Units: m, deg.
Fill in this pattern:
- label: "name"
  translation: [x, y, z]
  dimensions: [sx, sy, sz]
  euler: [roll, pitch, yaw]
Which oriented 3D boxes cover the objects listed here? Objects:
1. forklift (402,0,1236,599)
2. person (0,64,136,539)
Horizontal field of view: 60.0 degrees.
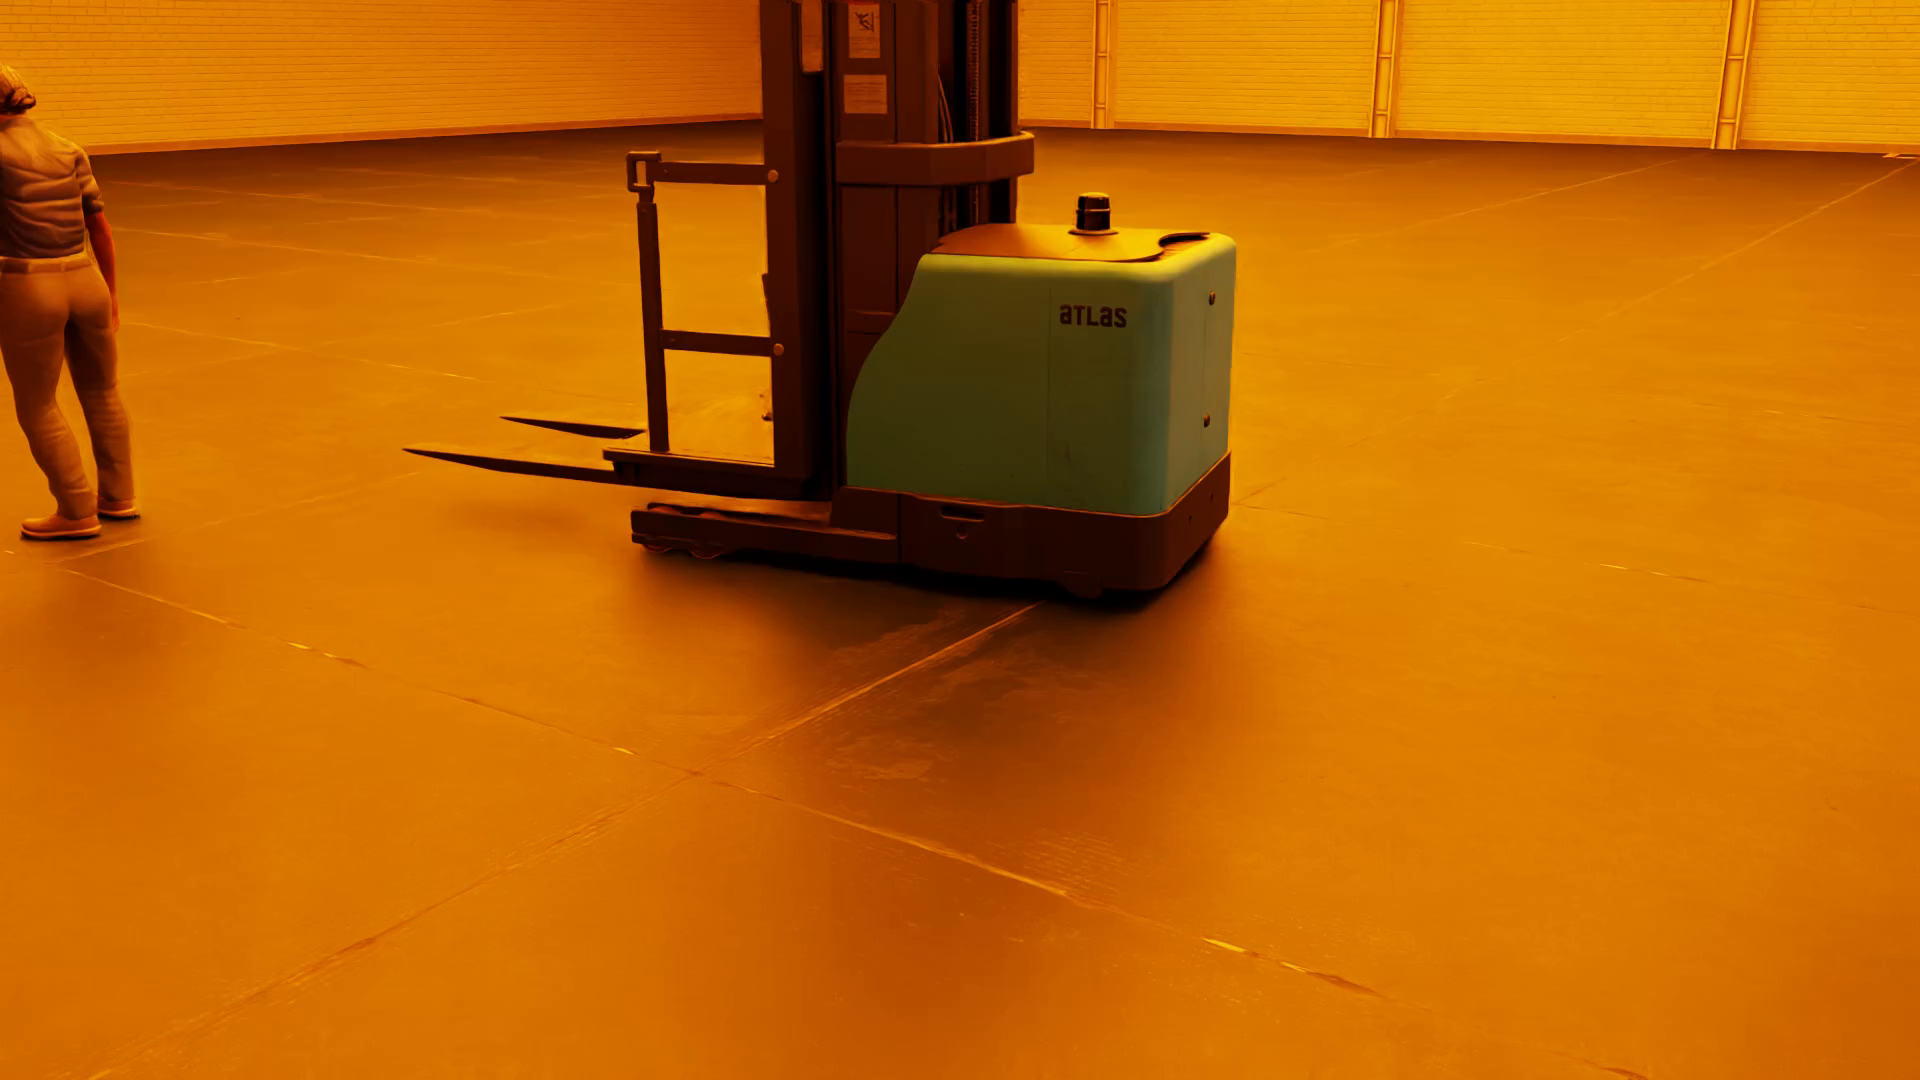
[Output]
- label: "forklift"
  translation: [-0.603, -1.468, 5.742]
  dimensions: [3.031, 2.935, 1.130]
  euler: [7, 18, 21]
- label: "person"
  translation: [-3.258, -0.841, 5.893]
  dimensions: [0.426, 1.646, 0.559]
  euler: [10, 19, 30]
